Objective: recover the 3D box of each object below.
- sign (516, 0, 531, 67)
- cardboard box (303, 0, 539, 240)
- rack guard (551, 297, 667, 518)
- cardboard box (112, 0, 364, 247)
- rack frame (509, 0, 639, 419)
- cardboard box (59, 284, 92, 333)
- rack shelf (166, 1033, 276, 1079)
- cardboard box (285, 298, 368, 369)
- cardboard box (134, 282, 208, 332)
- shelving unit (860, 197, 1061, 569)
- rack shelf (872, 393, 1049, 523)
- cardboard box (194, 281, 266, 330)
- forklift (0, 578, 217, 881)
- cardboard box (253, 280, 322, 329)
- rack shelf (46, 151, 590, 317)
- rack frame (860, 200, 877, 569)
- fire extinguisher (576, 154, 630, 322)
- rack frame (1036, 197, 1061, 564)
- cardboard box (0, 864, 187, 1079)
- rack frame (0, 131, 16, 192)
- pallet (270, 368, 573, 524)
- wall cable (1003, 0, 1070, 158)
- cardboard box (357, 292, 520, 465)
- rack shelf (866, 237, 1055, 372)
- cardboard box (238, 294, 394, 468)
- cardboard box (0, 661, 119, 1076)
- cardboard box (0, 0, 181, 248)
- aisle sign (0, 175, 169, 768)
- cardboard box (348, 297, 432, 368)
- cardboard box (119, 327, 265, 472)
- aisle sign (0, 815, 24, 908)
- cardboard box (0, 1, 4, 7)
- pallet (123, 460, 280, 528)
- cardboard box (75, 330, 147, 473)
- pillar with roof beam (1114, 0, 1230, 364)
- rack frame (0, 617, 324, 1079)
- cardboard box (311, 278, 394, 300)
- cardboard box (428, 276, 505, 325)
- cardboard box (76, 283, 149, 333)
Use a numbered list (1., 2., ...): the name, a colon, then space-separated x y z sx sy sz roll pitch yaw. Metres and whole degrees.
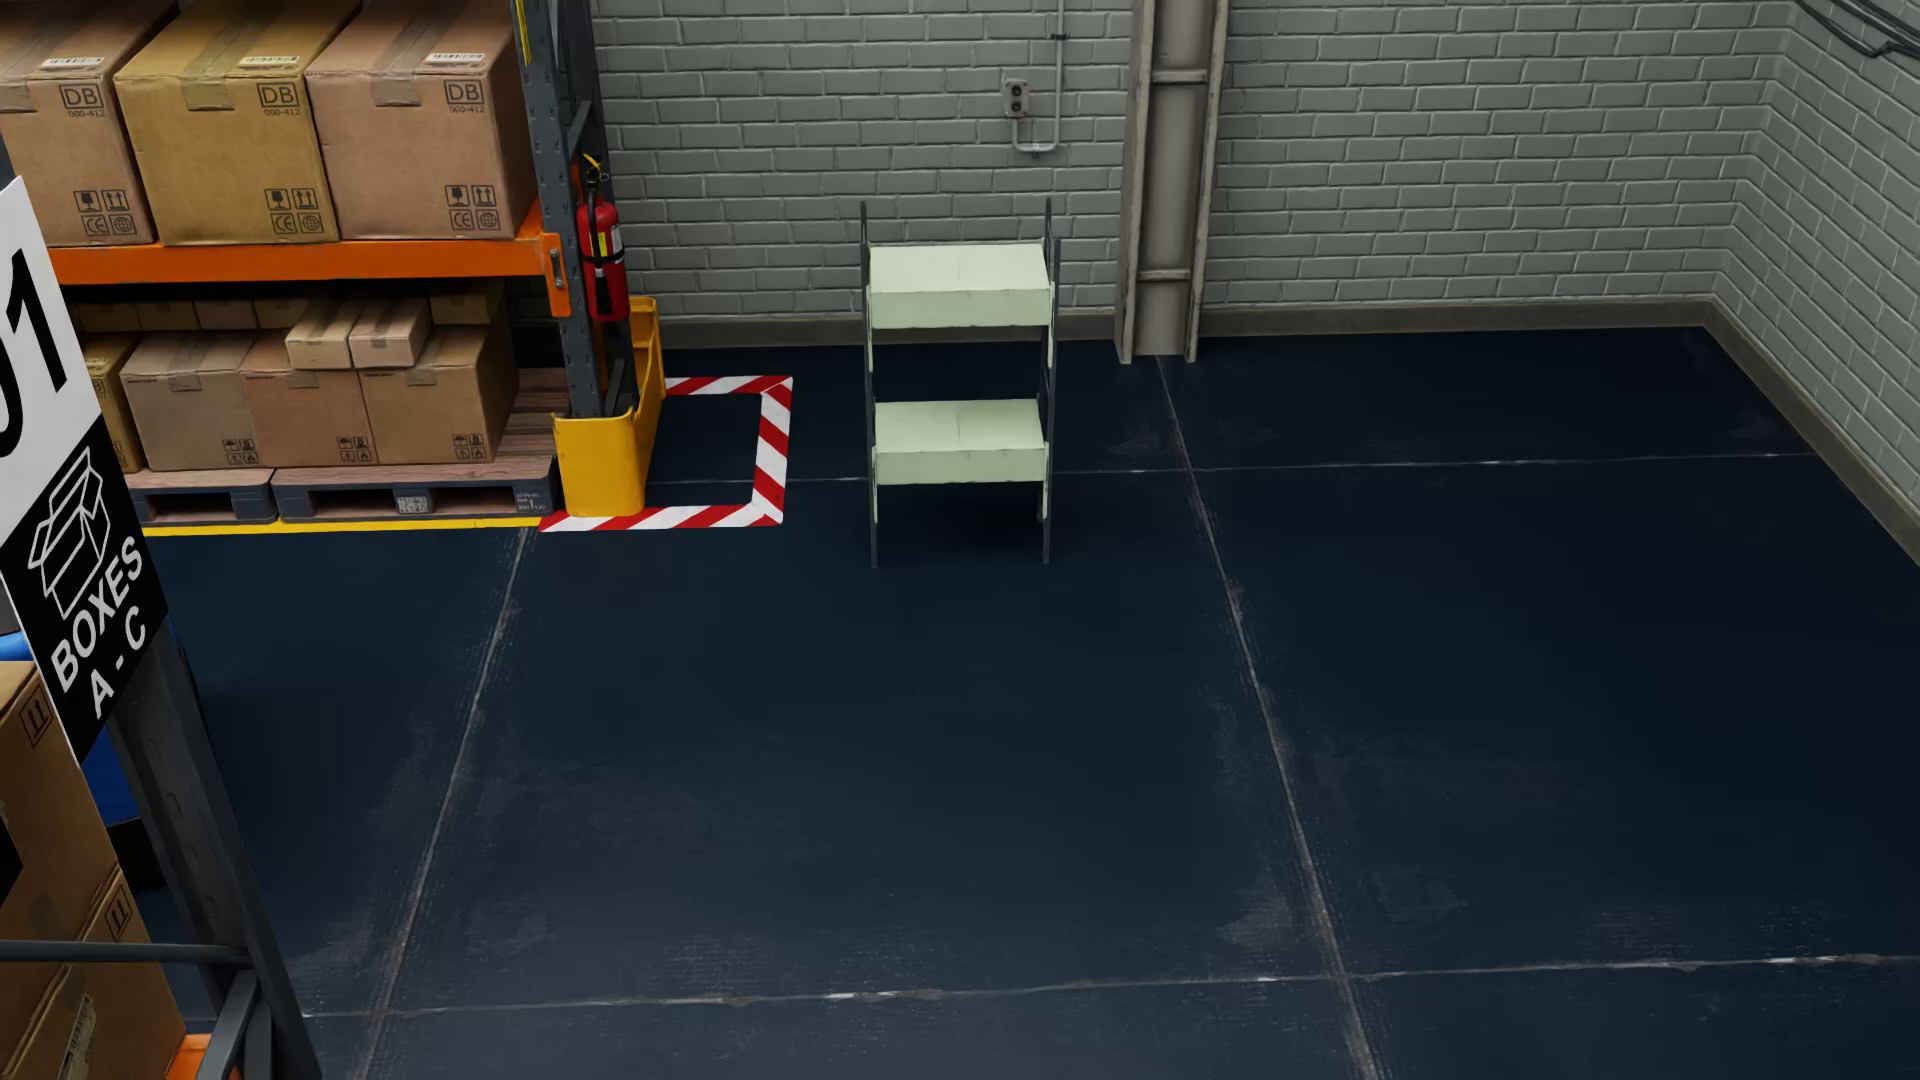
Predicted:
1. sign: -1.627 -1.933 6.182 0.005 0.325 0.100 -2 35 -2
2. cardboard box: -2.148 -1.772 6.911 0.700 0.700 0.980 0 35 0
3. rack guard: -1.615 -0.641 7.737 0.348 0.500 1.175 -2 35 -2
4. cardboard box: -2.874 -1.746 6.874 0.700 0.700 0.980 -2 35 -3
5. rack frame: -1.639 -1.668 7.025 0.127 3.000 1.000 -2 35 -2
6. cardboard box: -3.995 -1.072 7.421 0.250 0.149 0.380 -1 35 -2
7. rack shelf: -3.398 1.497 3.083 4.000 0.370 1.077 -2 35 -2
8. cardboard box: -2.708 -0.890 7.157 0.250 0.149 0.380 -1 35 -1
9. cardboard box: -3.484 -1.086 7.441 0.250 0.149 0.380 -1 35 -2
10. shelving unit: -0.007 -0.617 6.823 0.755 1.500 0.431 -2 35 -2
11. rack shelf: -0.007 -0.348 7.008 0.720 0.370 0.431 -2 35 -2
12. cardboard box: -3.228 -1.093 7.452 0.250 0.149 0.380 -1 35 -2
13. forklift: -4.031 0.034 4.626 3.031 2.935 1.130 -17 38 -23
14. cardboard box: -2.974 -1.101 7.462 0.250 0.149 0.380 -1 35 -2
15. rack shelf: -3.636 -1.319 7.152 4.000 0.370 1.077 -2 35 -2
16. rack frame: -0.372 -0.607 6.809 0.023 1.500 0.400 -2 35 -2
17. fire extinguisher: -1.466 -1.225 6.780 0.183 0.674 0.296 -2 35 -2
18. rack frame: 0.359 -0.626 6.837 0.023 1.500 0.400 -2 35 -2
19. cardboard box: -1.856 0.968 3.127 0.500 0.500 0.500 -1 35 -1
20. rack frame: -1.400 -1.320 1.249 0.127 3.000 1.000 -2 35 -2
21. pallet: -2.434 -0.456 7.723 1.213 0.211 1.003 -2 35 -2
22. wall cable: -0.404 -2.658 7.563 1.851 1.984 0.084 -2 35 -2
23. cardboard box: -2.333 -0.737 7.507 0.500 0.500 0.700 -2 35 -2
24. rack shelf: -0.007 -0.937 6.601 0.720 0.370 0.431 -2 35 -2
25. cardboard box: -2.833 -0.724 7.488 0.500 0.500 0.700 -2 35 -2
26. cardboard box: -1.856 0.557 2.843 0.500 0.500 0.500 -1 35 -1
27. cardboard box: -3.636 -1.731 6.852 0.700 0.700 0.980 -3 35 -5
28. aisle sign: -1.346 -0.090 2.460 0.004 0.787 0.394 -2 35 -2
29. cardboard box: -2.453 -0.897 7.168 0.250 0.149 0.380 -2 35 -3
30. cardboard box: -3.335 -0.710 7.468 0.500 0.500 0.700 -3 35 -4
31. aisle sign: -1.318 0.251 1.967 0.004 0.787 0.394 -2 35 -2
32. cardboard box: -4.362 -1.706 6.815 0.700 0.700 0.980 -2 35 -3
33. pallet: -3.649 -0.425 7.678 1.213 0.211 1.003 -2 35 -2
34. cardboard box: -3.867 -0.692 7.441 0.500 0.500 0.700 -1 35 -1
35. pillar with roof beam: 1.221 -2.253 2.597 0.400 9.000 9.100 -2 35 -2
36. rack frame: -1.400 1.147 2.956 0.127 3.000 1.000 -2 35 -2
37. cardboard box: -2.724 -1.107 7.471 0.250 0.149 0.380 -1 35 -2
38. cardboard box: -2.218 -1.121 7.492 0.250 0.149 0.380 -1 35 -2
39. cardboard box: -3.737 -1.080 7.432 0.250 0.149 0.380 -2 35 -3
